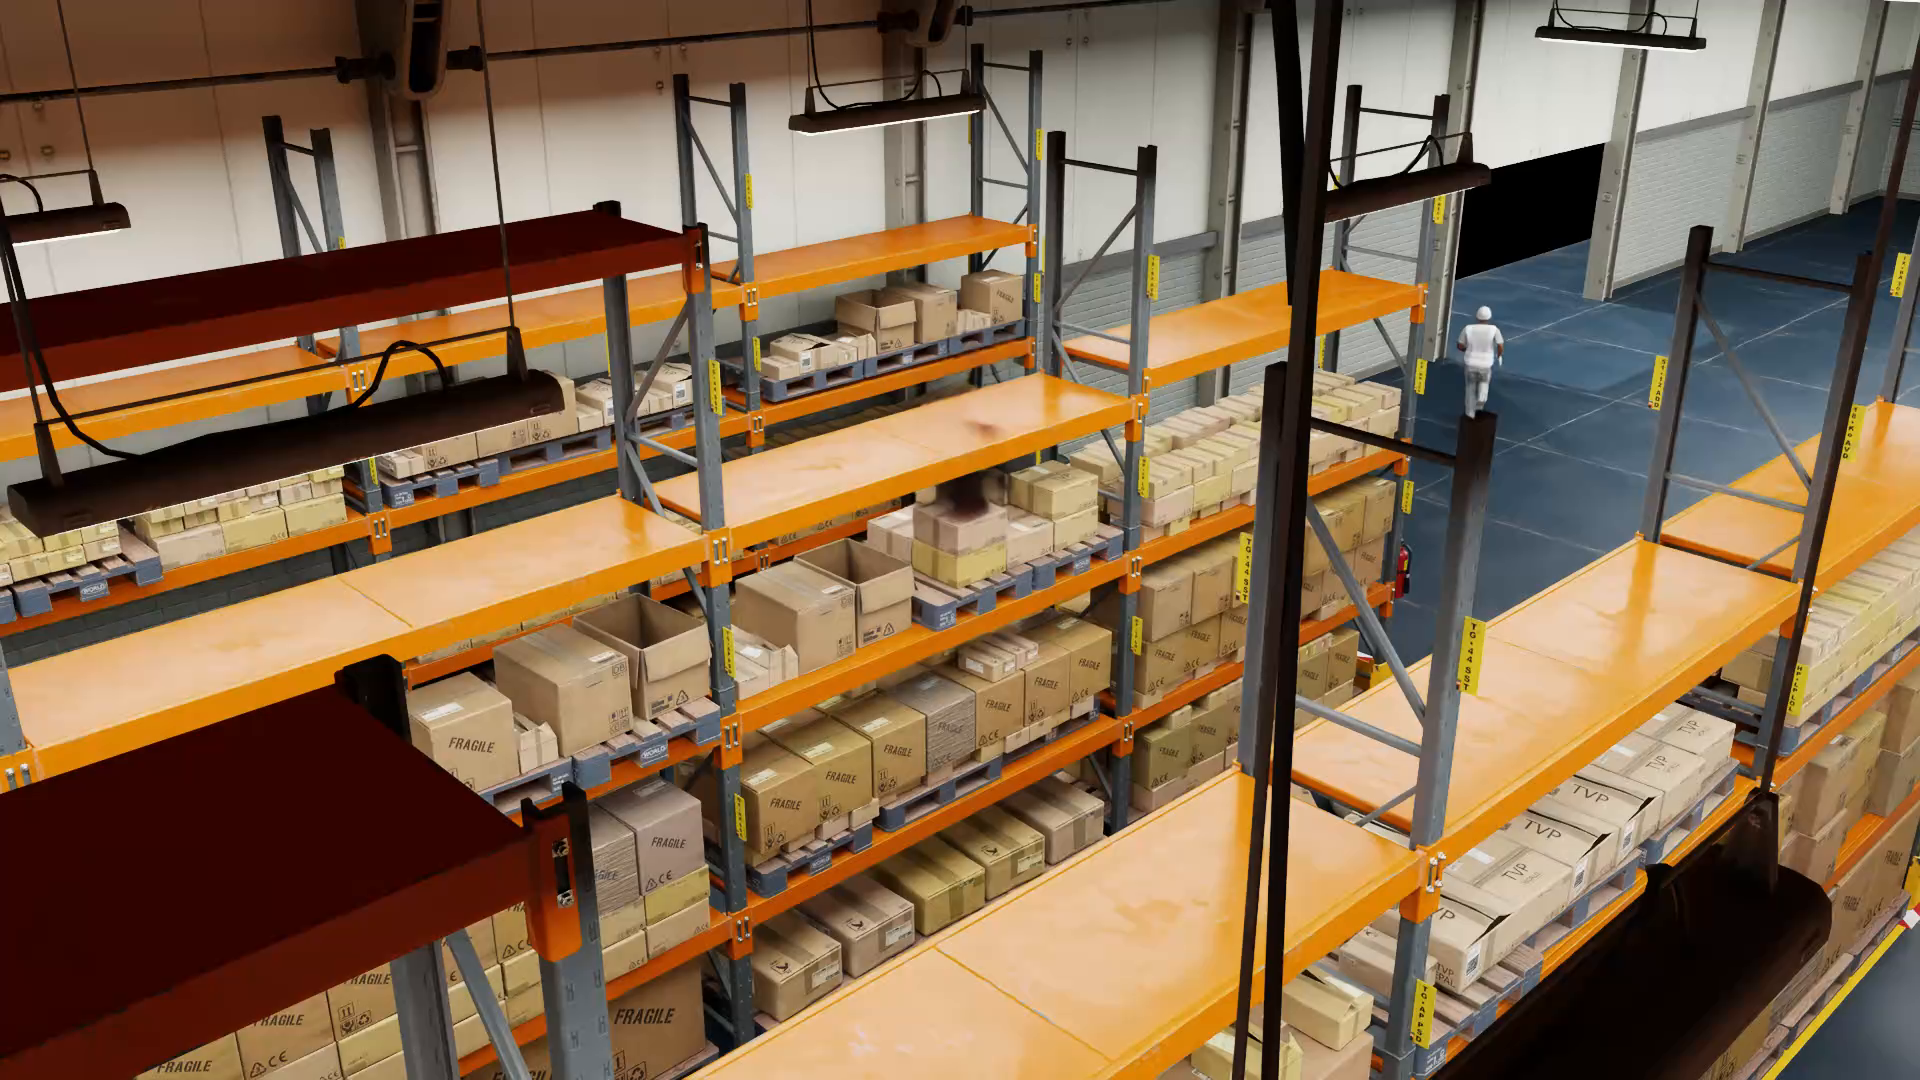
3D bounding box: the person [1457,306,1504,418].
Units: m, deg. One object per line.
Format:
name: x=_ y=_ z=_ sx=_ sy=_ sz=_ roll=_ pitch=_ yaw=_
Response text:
person: x=7.828 y=-2.684 z=25.087 sx=0.687 sy=1.734 sz=0.596 roll=8 pitch=24 yaw=19
